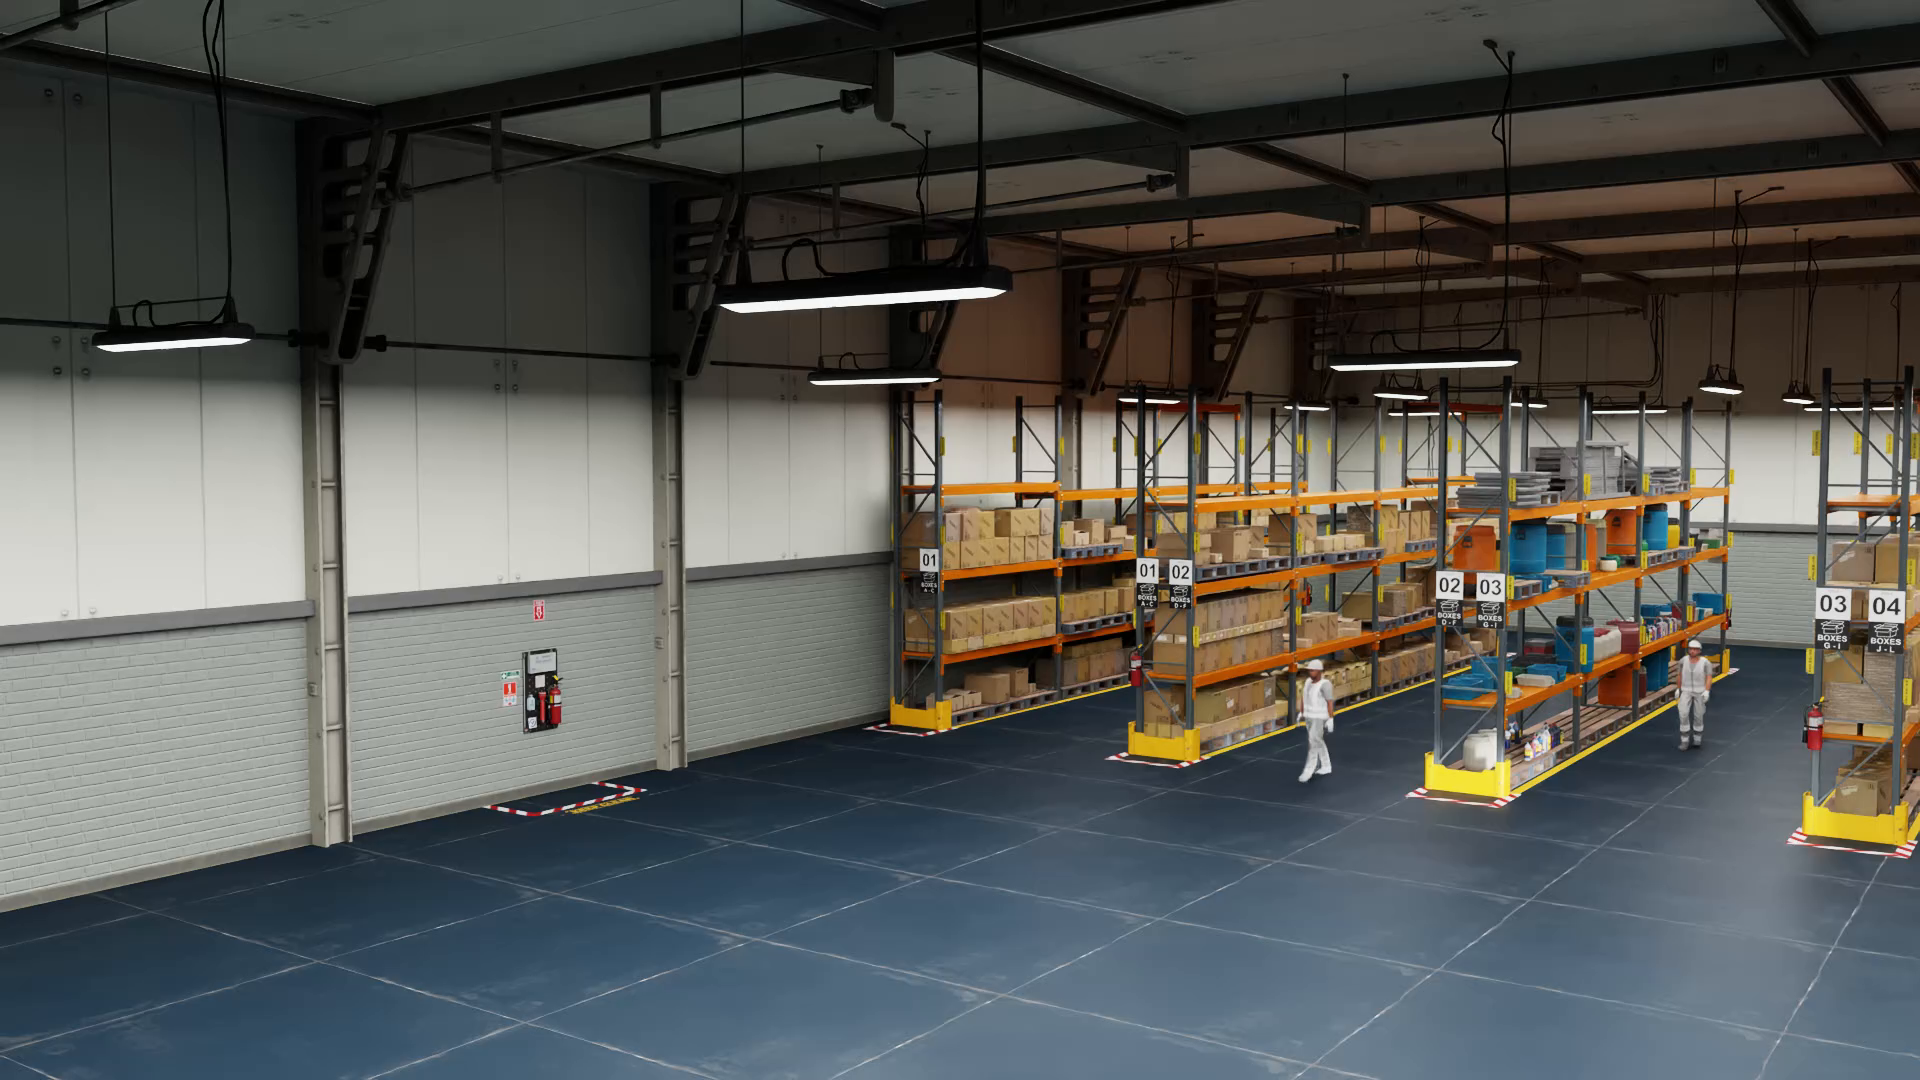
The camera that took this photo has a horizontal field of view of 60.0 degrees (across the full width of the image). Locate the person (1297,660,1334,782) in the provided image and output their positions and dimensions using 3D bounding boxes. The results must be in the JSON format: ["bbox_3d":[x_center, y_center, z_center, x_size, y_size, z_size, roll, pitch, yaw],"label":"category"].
[{"bbox_3d":[5.314,2.694,25.097,0.832,1.761,0.600,-2,4,-26],"label":"person"}]

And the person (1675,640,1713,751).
[{"bbox_3d":[12.149,2.557,27.546,0.576,1.802,0.650,2,4,27],"label":"person"}]
